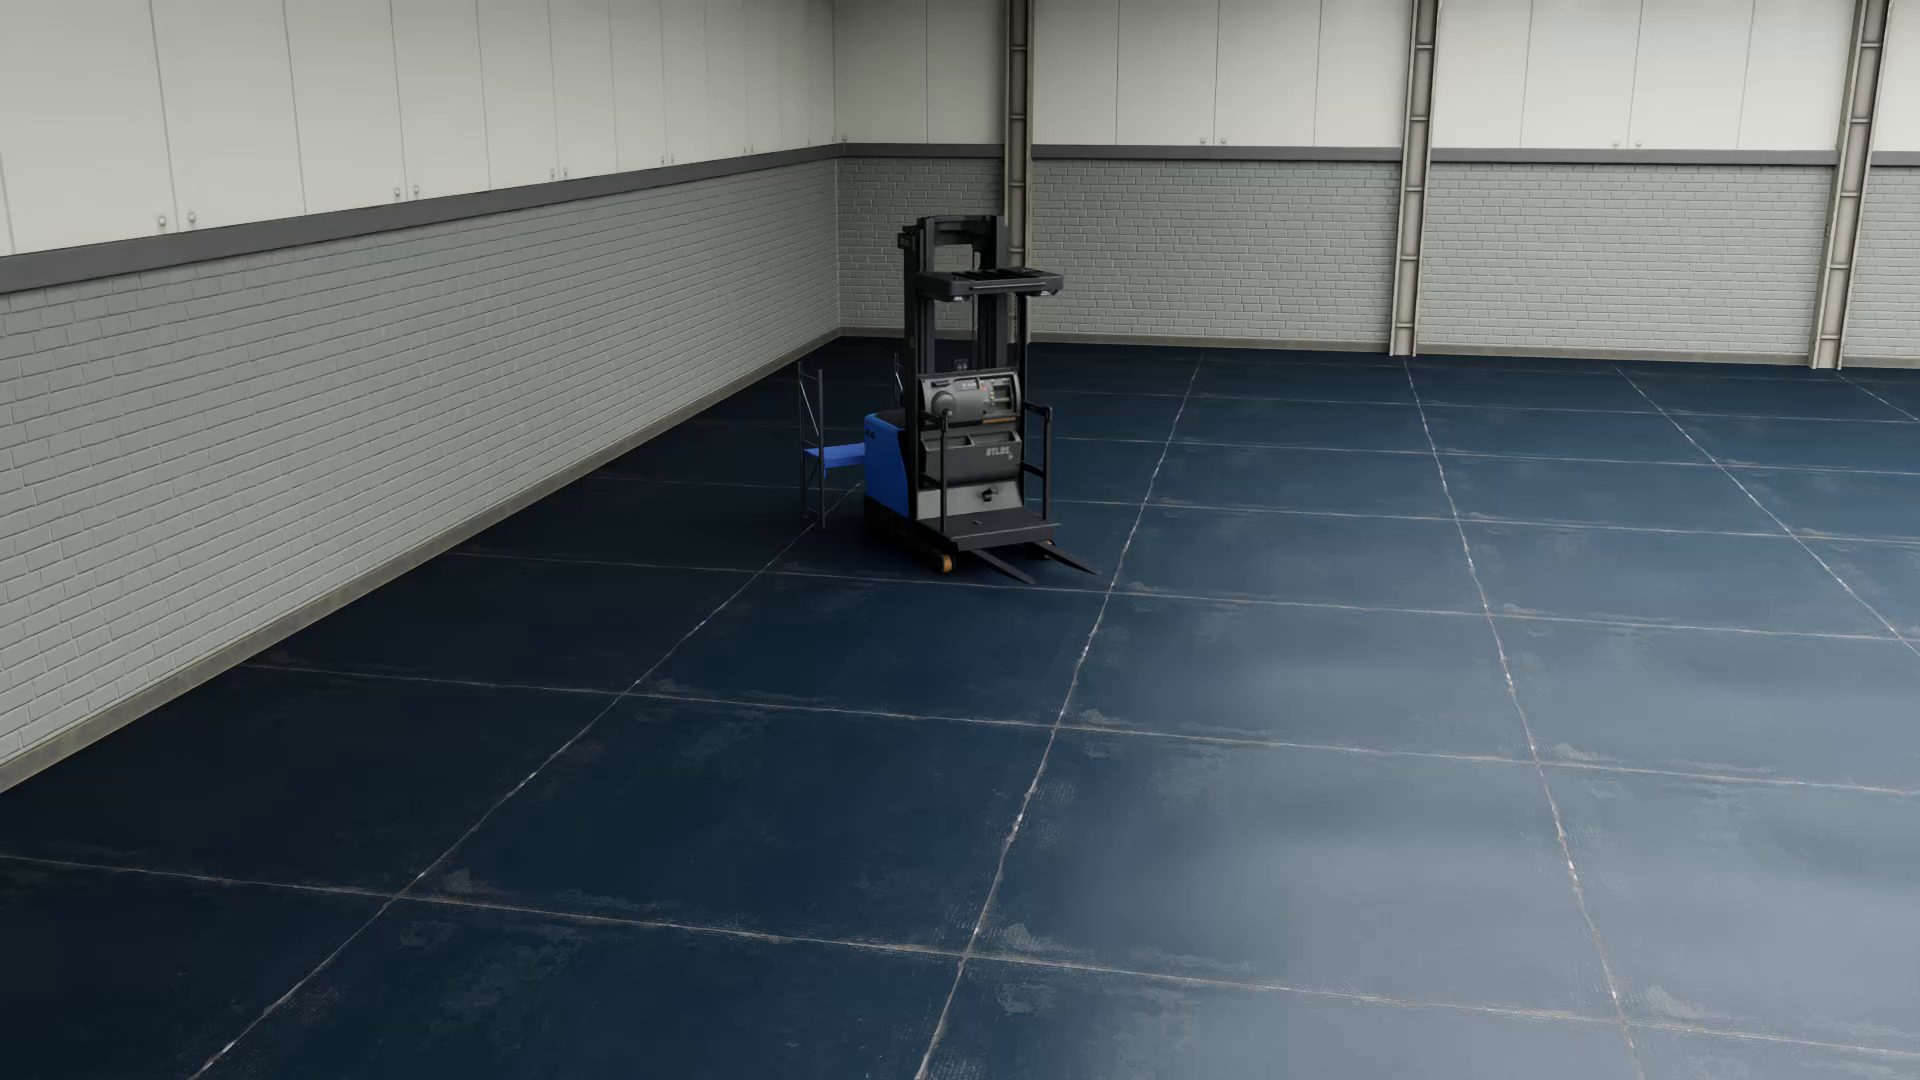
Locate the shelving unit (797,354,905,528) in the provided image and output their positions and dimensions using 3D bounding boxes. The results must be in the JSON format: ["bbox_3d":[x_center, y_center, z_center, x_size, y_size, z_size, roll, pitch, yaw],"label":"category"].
[{"bbox_3d":[-0.960,-0.966,15.927,1.048,1.500,0.538,-8,18,-28],"label":"shelving unit"}]

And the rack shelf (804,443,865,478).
[{"bbox_3d":[-0.960,-0.792,15.975,1.000,0.185,0.538,-8,18,-28],"label":"rack shelf"}]

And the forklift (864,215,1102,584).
[{"bbox_3d":[0.191,-1.257,14.297,1.130,2.935,3.031,-7,17,-25],"label":"forklift"}]

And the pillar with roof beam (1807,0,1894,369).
[{"bbox_3d":[11.816,-5.746,19.137,0.400,9.000,9.100,3,16,11],"label":"pillar with roof beam"}]

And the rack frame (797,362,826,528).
[{"bbox_3d":[-1.404,-0.900,15.689,0.032,1.500,0.500,-8,18,-28],"label":"rack frame"}]

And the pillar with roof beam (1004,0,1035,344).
[{"bbox_3d":[0.056,-6.384,21.441,0.400,9.000,9.100,3,16,11],"label":"pillar with roof beam"}]

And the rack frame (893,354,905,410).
[{"bbox_3d":[-0.515,-1.032,16.165,0.032,1.500,0.500,-8,18,-28],"label":"rack frame"}]

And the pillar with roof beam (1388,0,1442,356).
[{"bbox_3d":[5.936,-6.065,20.289,0.400,9.000,9.100,3,16,11],"label":"pillar with roof beam"}]
